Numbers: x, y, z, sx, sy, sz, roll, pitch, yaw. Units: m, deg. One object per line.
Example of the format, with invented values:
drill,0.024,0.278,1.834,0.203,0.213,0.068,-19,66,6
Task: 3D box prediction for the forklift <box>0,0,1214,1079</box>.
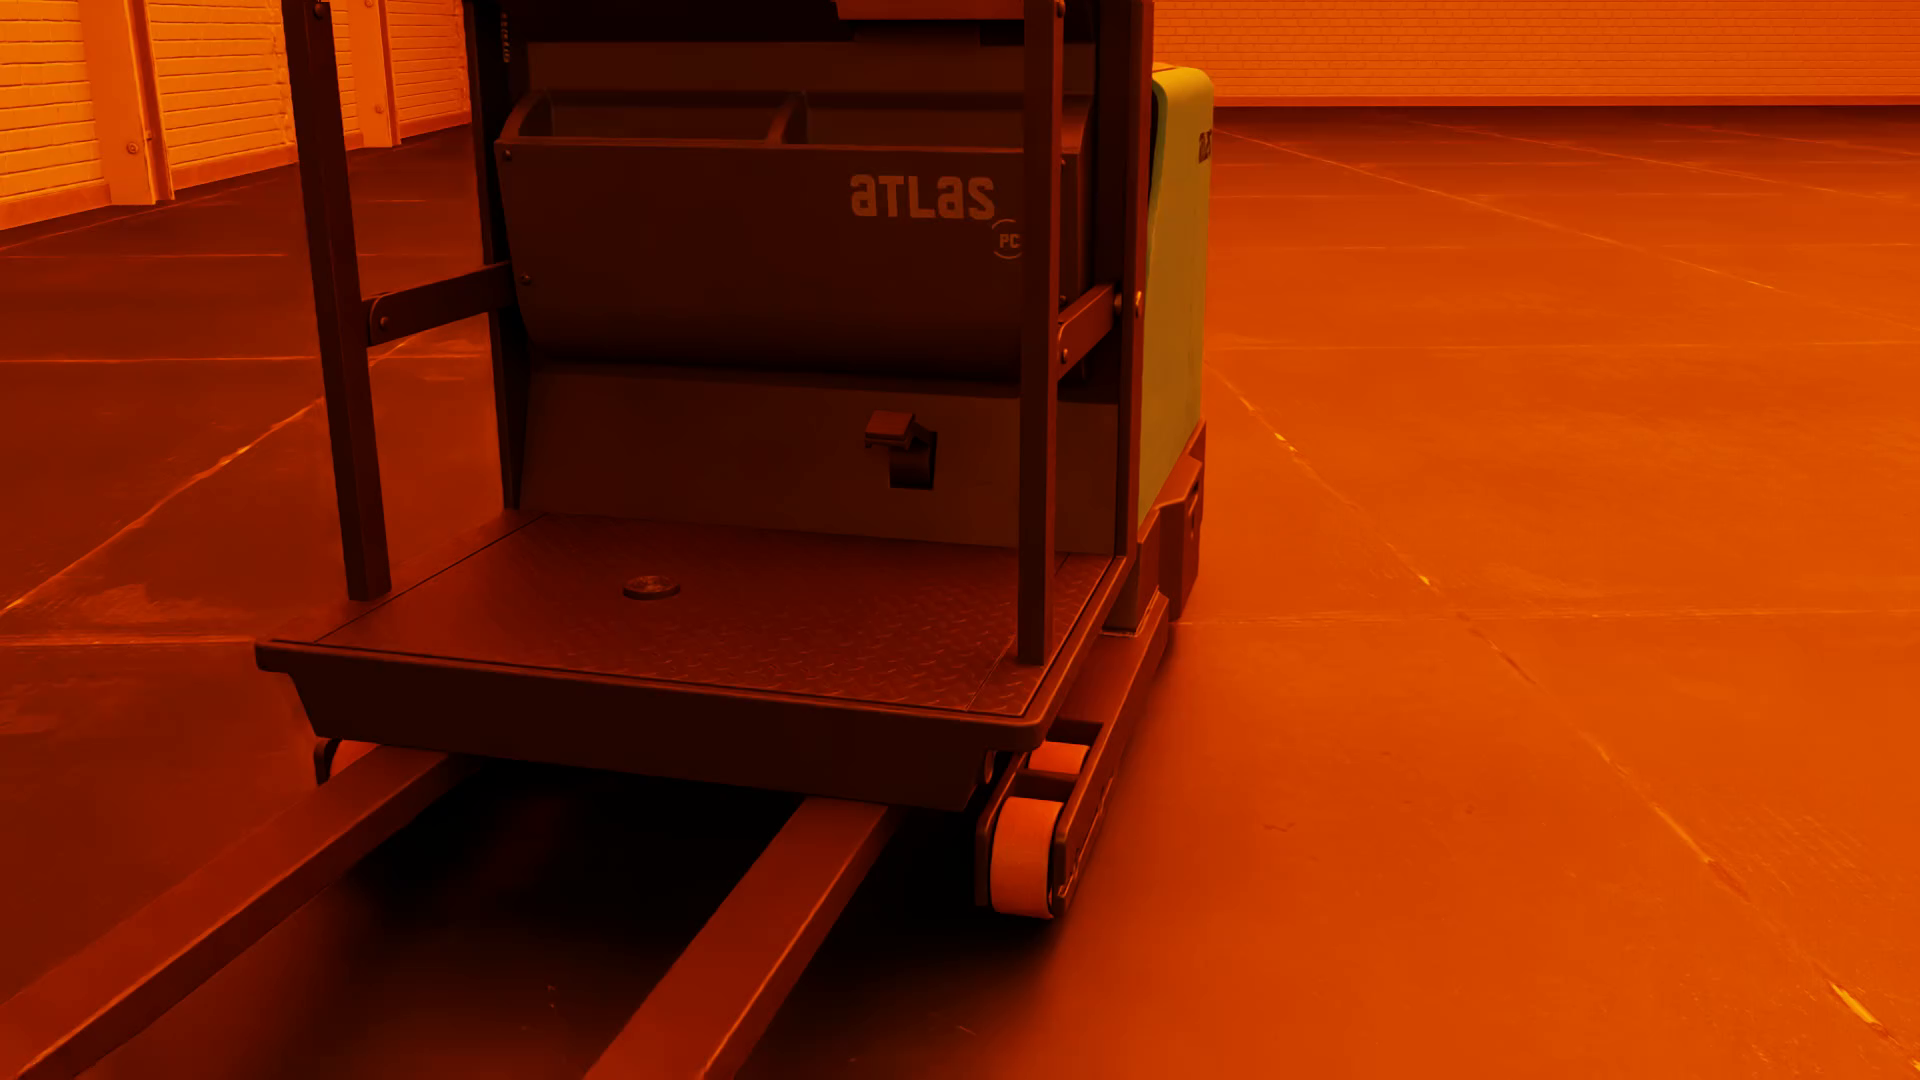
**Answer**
forklift,-0.313,-1.013,2.221,1.130,2.935,3.031,4,18,14
